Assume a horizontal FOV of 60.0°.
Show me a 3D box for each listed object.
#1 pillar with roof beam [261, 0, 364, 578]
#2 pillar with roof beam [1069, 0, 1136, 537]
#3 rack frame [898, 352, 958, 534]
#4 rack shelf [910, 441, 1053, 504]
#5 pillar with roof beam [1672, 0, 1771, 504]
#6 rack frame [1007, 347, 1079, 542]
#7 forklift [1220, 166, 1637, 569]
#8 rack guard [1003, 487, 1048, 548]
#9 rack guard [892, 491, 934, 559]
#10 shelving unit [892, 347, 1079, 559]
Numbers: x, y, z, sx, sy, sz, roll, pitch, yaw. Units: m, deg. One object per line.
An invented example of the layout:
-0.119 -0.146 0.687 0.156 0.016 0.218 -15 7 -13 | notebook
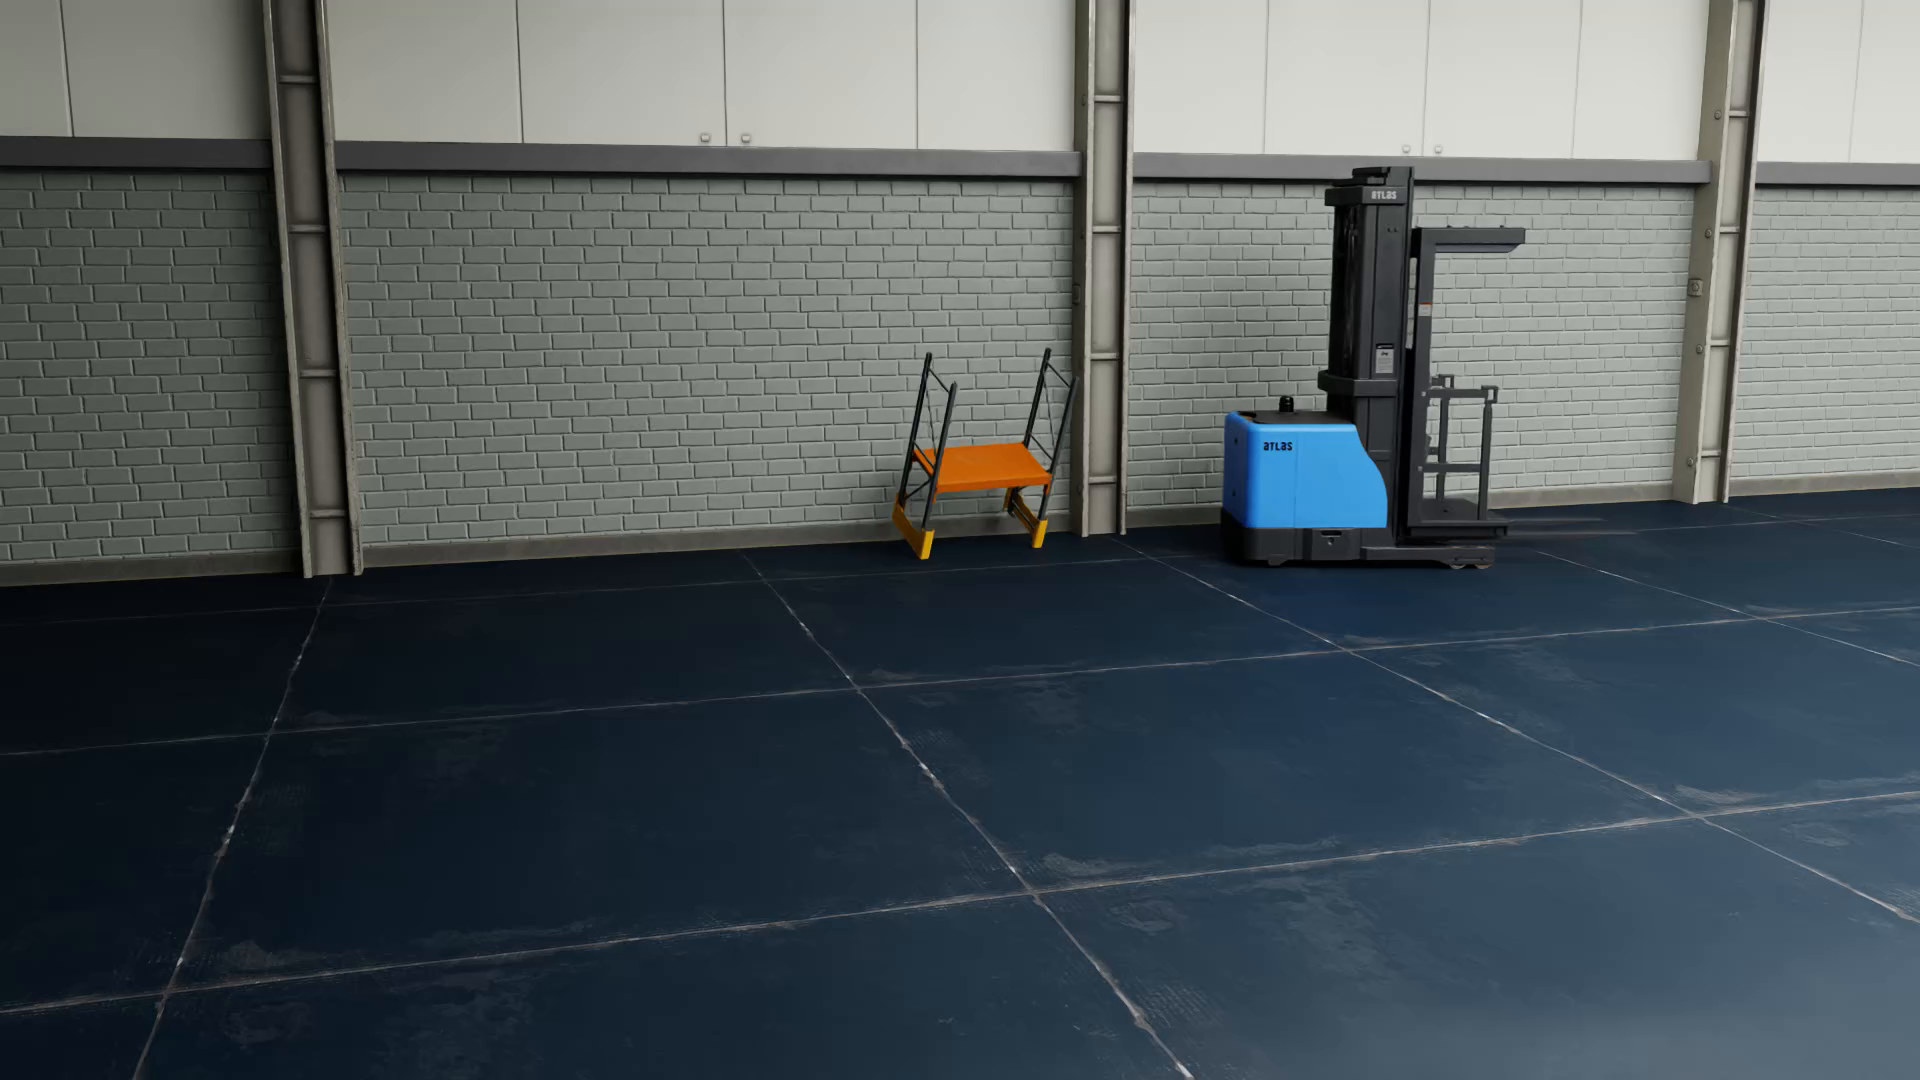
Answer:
-3.408 -3.438 7.368 0.400 9.000 9.100 -3 11 -16 | pillar with roof beam
2.353 -3.742 9.017 0.400 9.000 9.100 -3 11 -16 | pillar with roof beam
-0.270 -0.636 12.559 0.032 1.500 0.500 -5 36 -26 | rack frame
0.150 -0.531 12.880 1.000 0.185 0.538 -5 36 -26 | rack shelf
8.114 -4.045 10.667 0.400 9.000 9.100 -3 11 -16 | pillar with roof beam
0.637 -0.723 13.010 0.032 1.500 0.500 -5 36 -26 | rack frame
3.600 -1.324 12.643 3.031 2.935 1.130 0 10 -2 | forklift
0.521 -0.205 13.341 0.087 0.250 0.587 -5 36 -26 | rack guard
-0.368 -0.120 12.899 0.087 0.250 0.587 -5 36 -26 | rack guard
0.192 -0.680 12.789 1.083 1.500 0.587 -5 36 -26 | shelving unit
